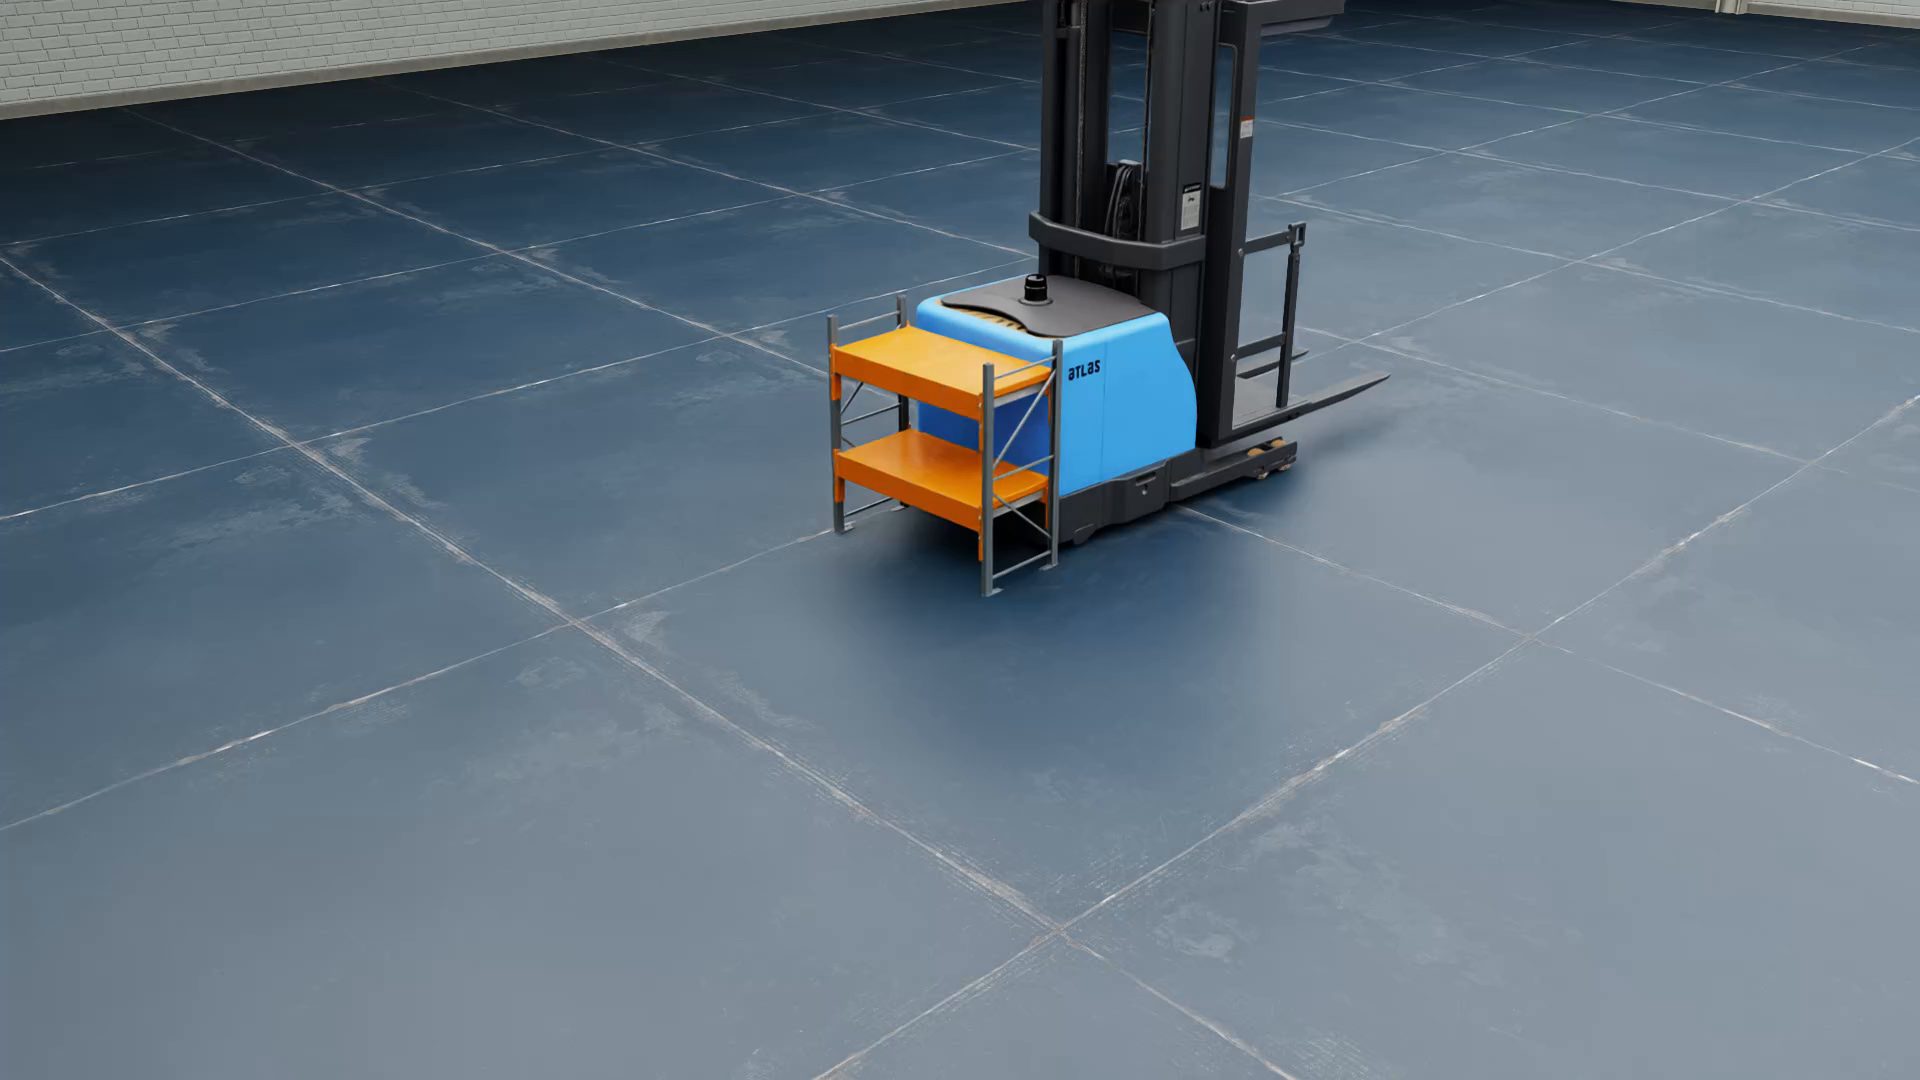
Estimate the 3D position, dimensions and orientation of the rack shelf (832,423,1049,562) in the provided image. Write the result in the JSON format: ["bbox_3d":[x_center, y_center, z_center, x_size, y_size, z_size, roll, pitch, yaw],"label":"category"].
[{"bbox_3d":[-0.082,-0.247,8.026,1.000,0.278,0.538,22,32,39],"label":"rack shelf"}]

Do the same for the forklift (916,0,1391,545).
[{"bbox_3d":[1.207,-1.804,8.673,3.031,2.935,1.130,-20,31,-37],"label":"forklift"}]

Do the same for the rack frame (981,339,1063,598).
[{"bbox_3d":[0.282,-0.323,7.602,0.032,1.125,0.500,22,32,39],"label":"rack frame"}]

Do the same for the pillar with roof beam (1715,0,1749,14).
[{"bbox_3d":[9.410,-11.464,22.538,9.100,9.000,0.400,-21,32,-38],"label":"pillar with roof beam"}]

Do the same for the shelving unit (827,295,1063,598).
[{"bbox_3d":[-0.082,-0.470,7.924,1.048,1.125,0.538,22,32,39],"label":"shelving unit"}]

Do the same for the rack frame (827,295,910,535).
[{"bbox_3d":[-0.446,-0.617,8.247,0.032,1.125,0.500,22,32,39],"label":"rack frame"}]

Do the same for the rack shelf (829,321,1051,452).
[{"bbox_3d":[-0.082,-0.736,7.803,1.000,0.278,0.538,22,32,39],"label":"rack shelf"}]
